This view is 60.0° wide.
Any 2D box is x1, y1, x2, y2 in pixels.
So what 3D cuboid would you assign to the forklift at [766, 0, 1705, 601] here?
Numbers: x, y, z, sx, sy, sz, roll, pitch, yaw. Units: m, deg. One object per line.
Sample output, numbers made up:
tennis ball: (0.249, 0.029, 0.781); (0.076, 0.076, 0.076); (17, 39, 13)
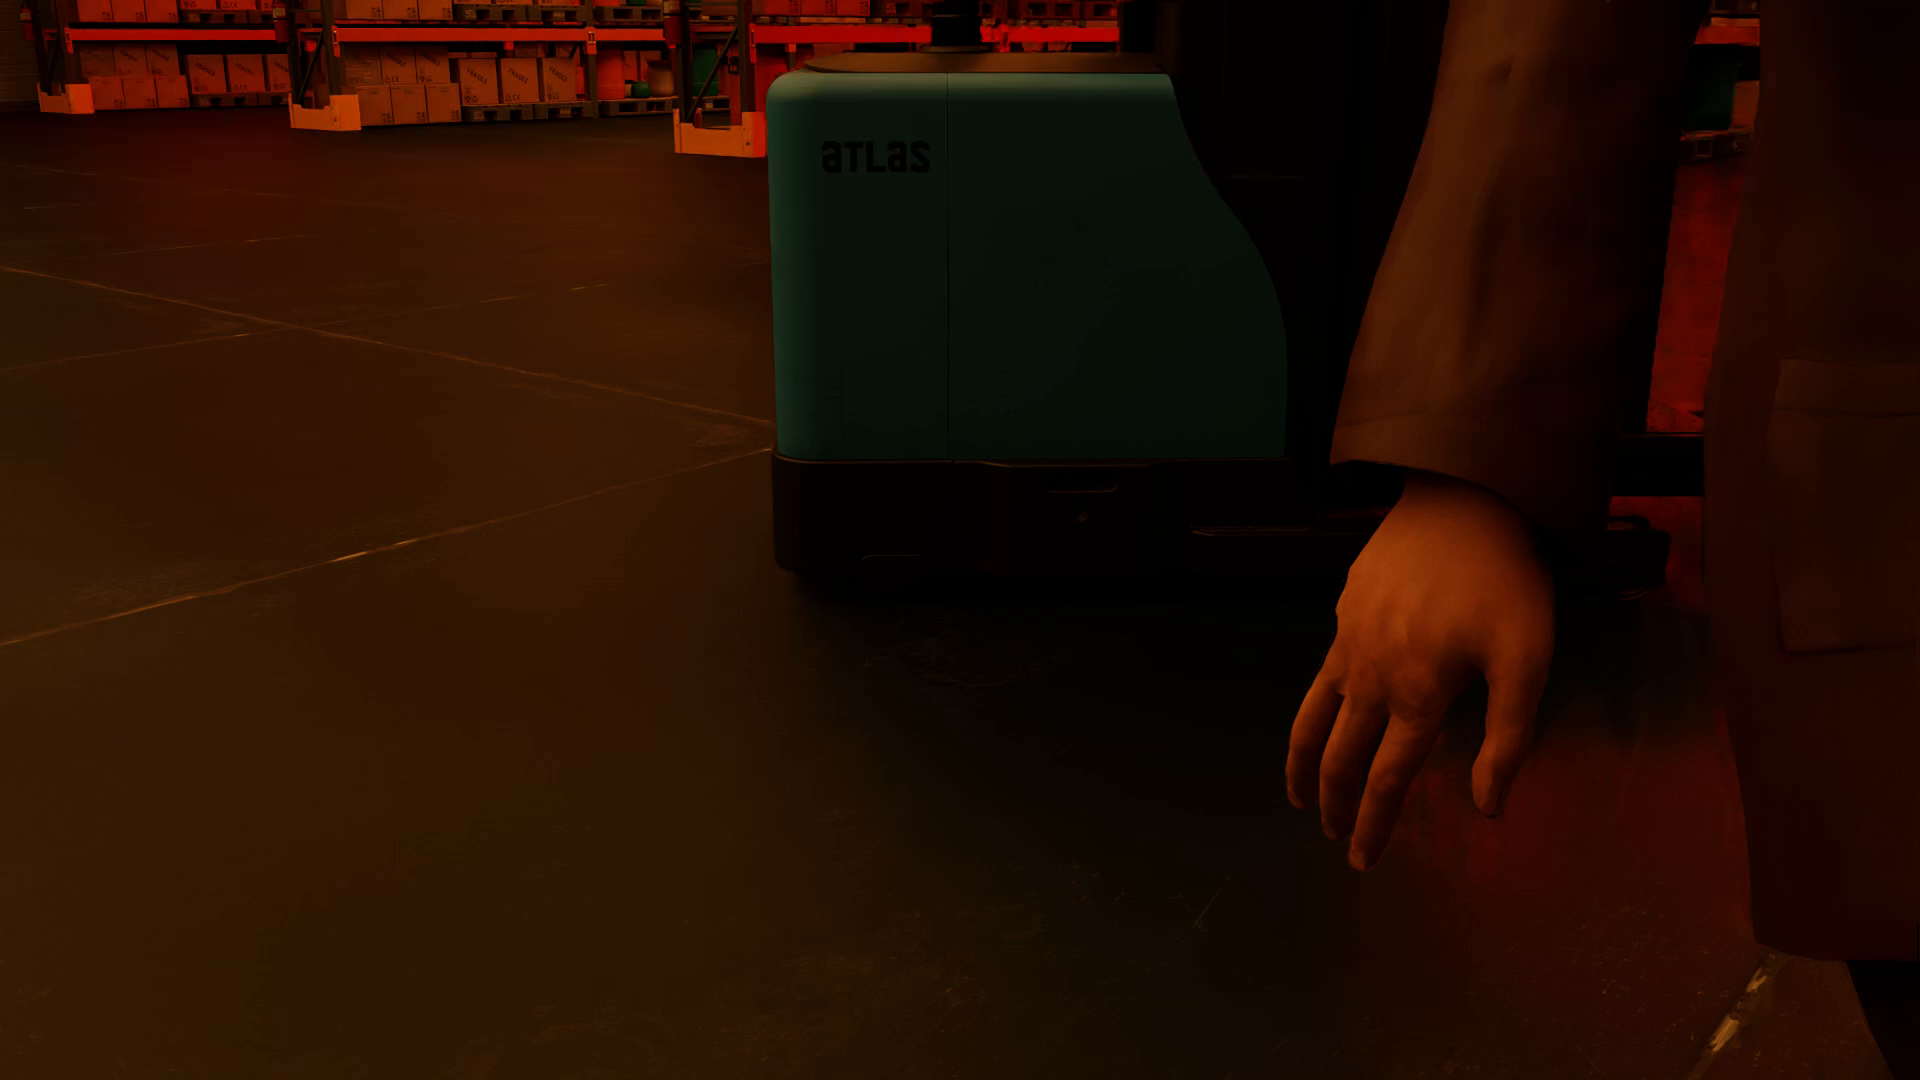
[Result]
forklift: (1.107, -1.426, 3.594); (3.031, 2.935, 1.130); (0, 17, -2)
